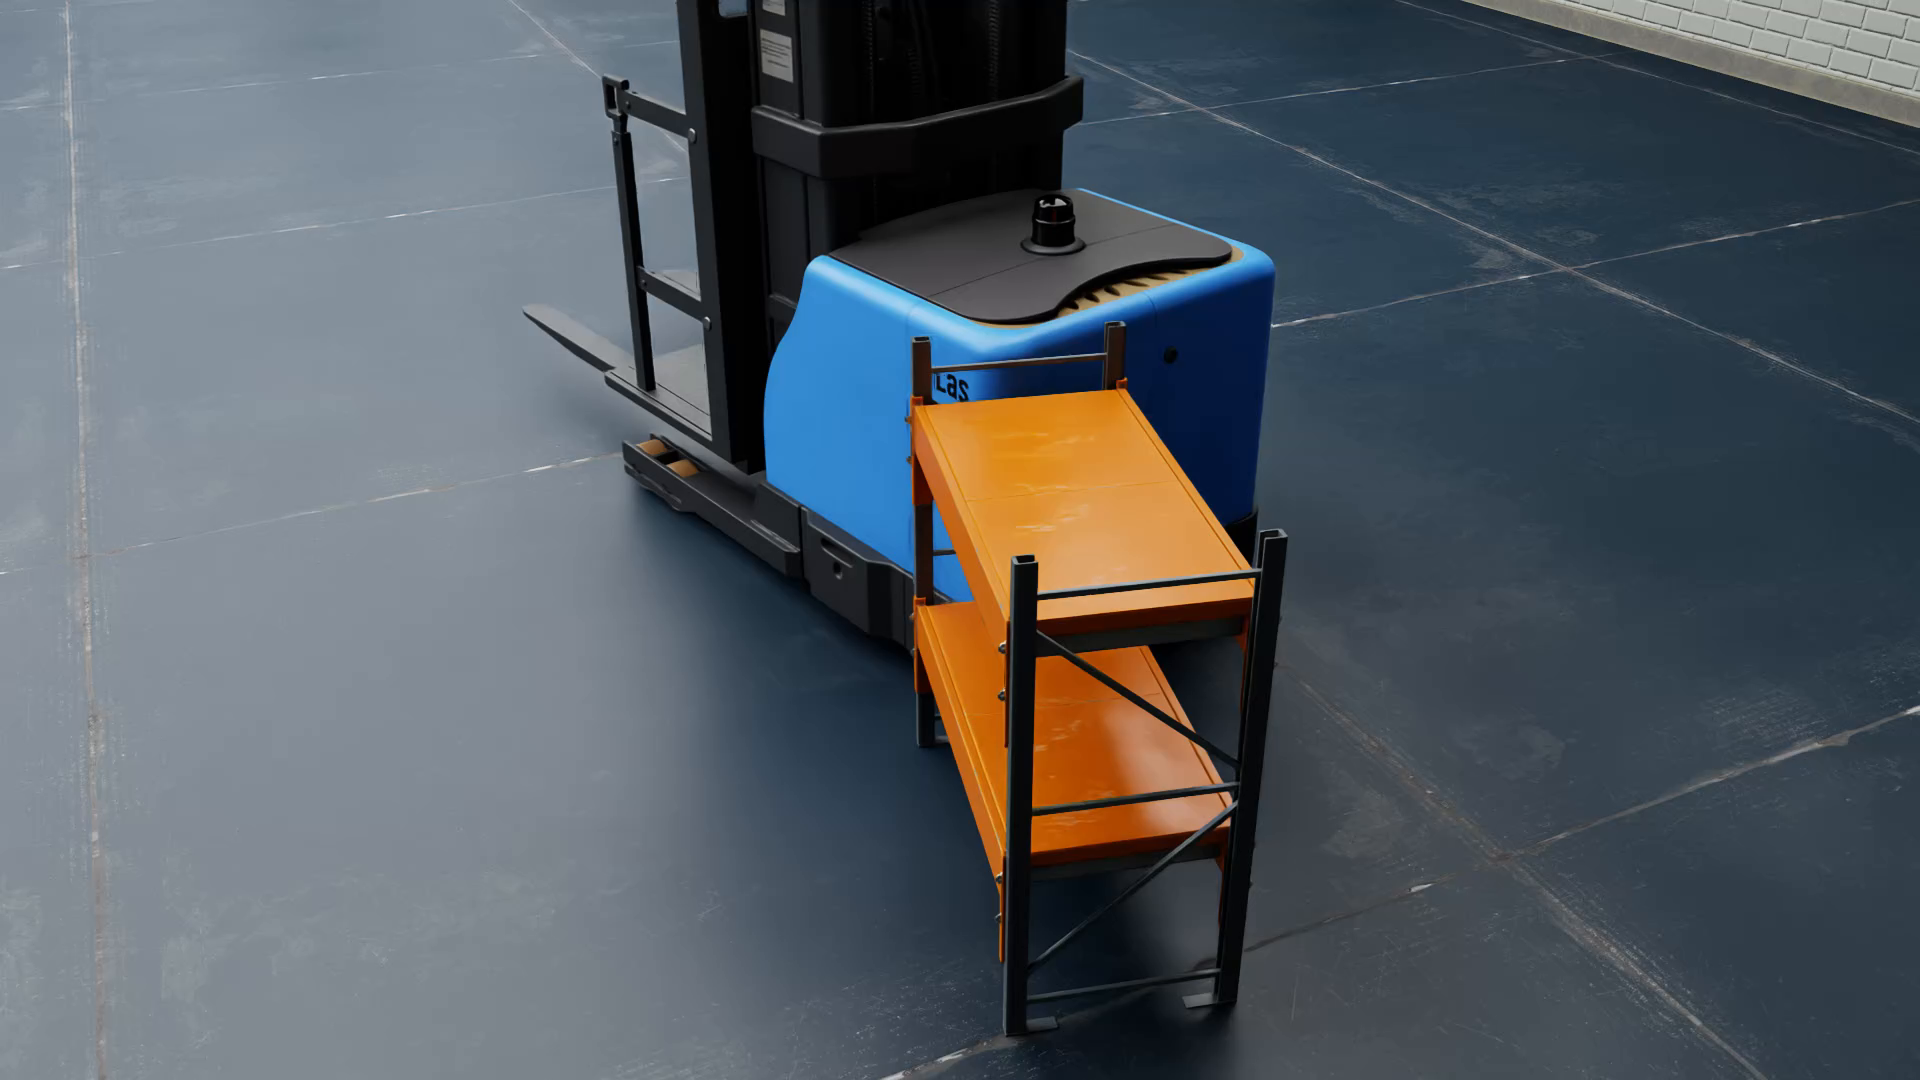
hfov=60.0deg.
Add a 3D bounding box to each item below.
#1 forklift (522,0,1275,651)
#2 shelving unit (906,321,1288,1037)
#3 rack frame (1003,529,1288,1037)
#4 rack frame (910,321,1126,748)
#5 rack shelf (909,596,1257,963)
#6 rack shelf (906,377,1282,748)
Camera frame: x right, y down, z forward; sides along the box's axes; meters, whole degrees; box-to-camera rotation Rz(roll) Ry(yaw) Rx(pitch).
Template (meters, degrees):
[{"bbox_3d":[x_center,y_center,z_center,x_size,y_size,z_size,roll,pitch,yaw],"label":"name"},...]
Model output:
[{"bbox_3d":[-0.465,-1.510,4.946,1.130,2.935,3.031,-22,36,-34],"label":"forklift"},{"bbox_3d":[0.236,0.258,3.640,0.538,1.125,1.048,-6,30,-10],"label":"shelving unit"},{"bbox_3d":[0.336,0.502,3.205,0.500,1.125,0.032,-6,30,-10],"label":"rack frame"},{"bbox_3d":[0.135,0.014,4.075,0.500,1.125,0.032,-6,30,-10],"label":"rack frame"},{"bbox_3d":[0.236,0.471,3.759,0.538,0.278,1.000,-6,30,-10],"label":"rack shelf"},{"bbox_3d":[0.236,0.003,3.497,0.538,0.278,1.000,-6,30,-10],"label":"rack shelf"}]
